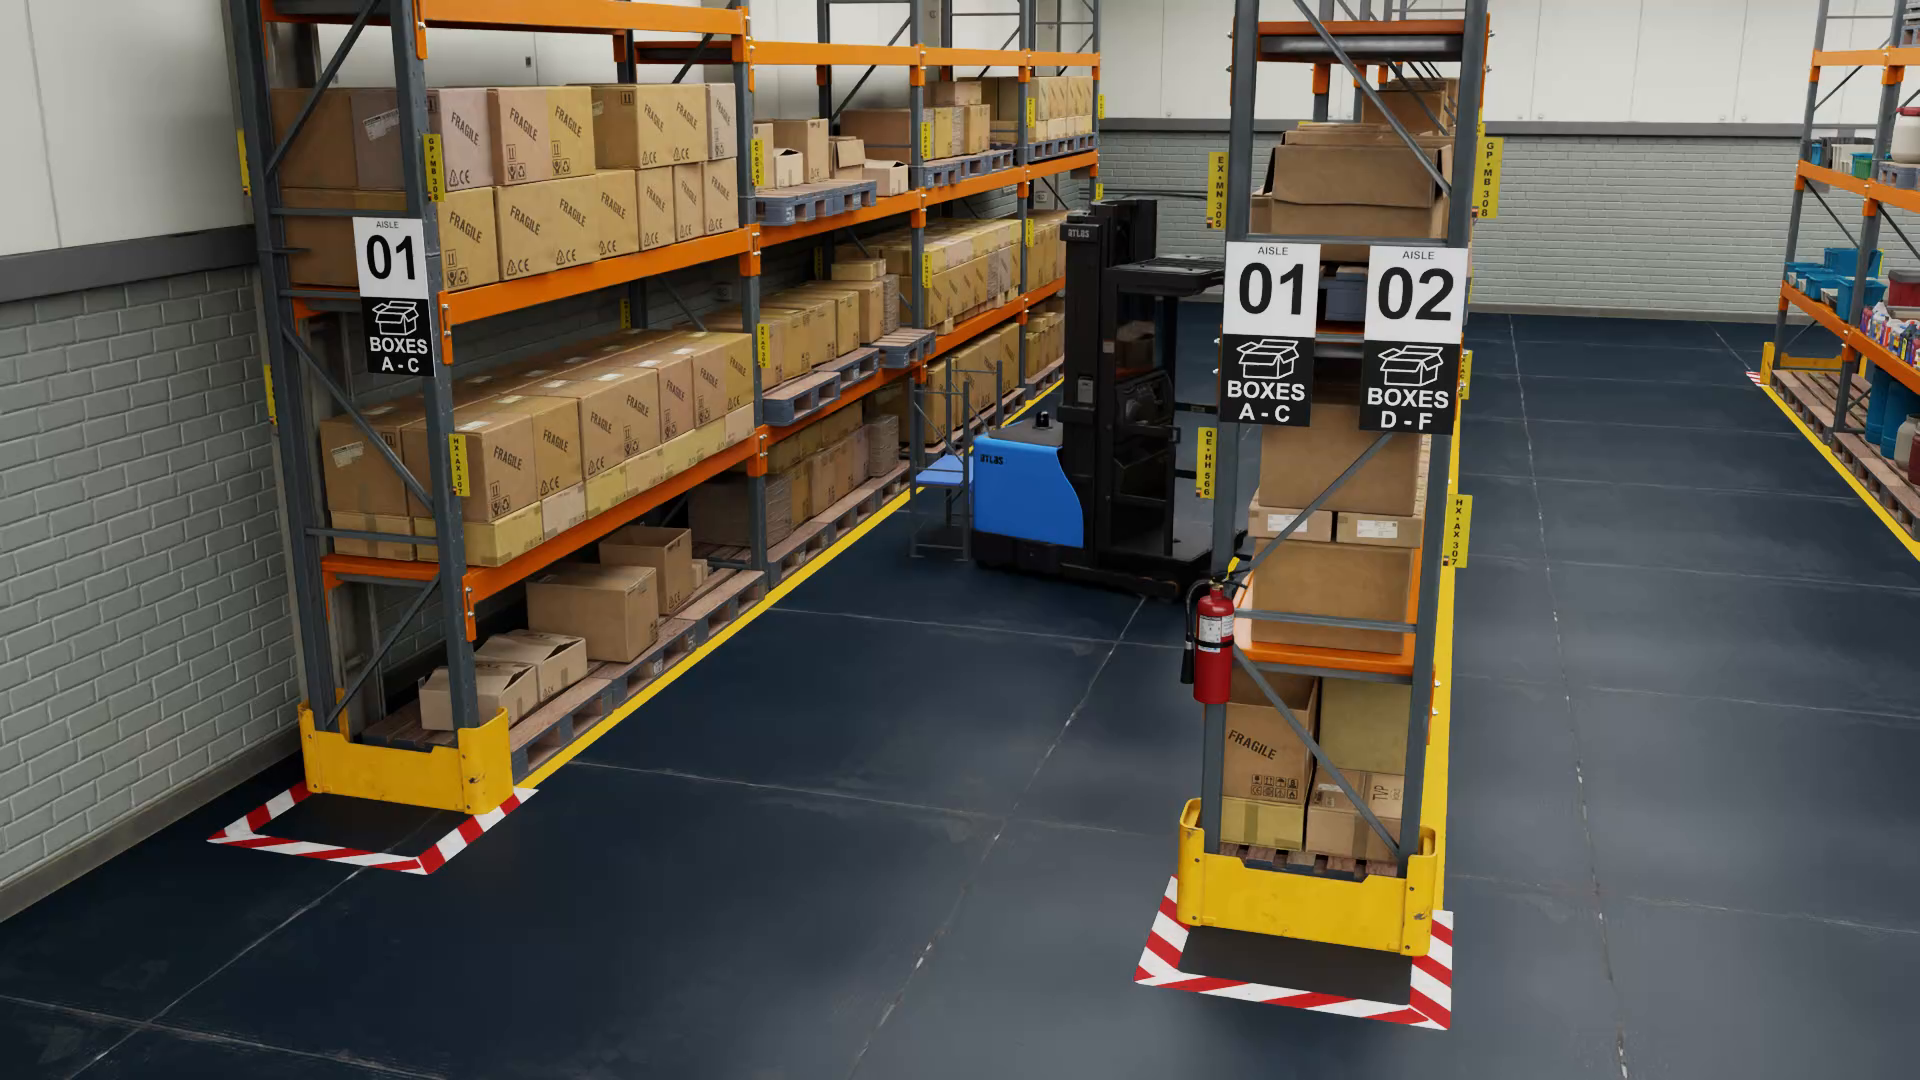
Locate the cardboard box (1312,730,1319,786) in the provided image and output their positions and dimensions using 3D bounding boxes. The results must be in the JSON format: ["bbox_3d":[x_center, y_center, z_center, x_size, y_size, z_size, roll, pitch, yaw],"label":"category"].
[{"bbox_3d":[1.635,1.197,8.883,0.500,0.250,0.500,5,16,16],"label":"cardboard box"}]

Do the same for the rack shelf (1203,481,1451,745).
[{"bbox_3d":[2.203,0.194,9.468,1.077,0.370,4.000,5,16,16],"label":"rack shelf"}]

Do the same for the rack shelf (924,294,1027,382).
[{"bbox_3d":[-0.274,-2.282,18.198,1.077,0.370,4.000,5,16,16],"label":"rack shelf"}]

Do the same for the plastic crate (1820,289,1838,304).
[{"bbox_3d":[10.000,-2.764,18.952,0.293,0.136,0.466,5,16,16],"label":"plastic crate"}]

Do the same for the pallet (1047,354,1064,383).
[{"bbox_3d":[0.931,-2.323,22.134,1.003,0.211,1.213,5,16,16],"label":"pallet"}]

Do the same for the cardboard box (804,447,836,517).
[{"bbox_3d":[-1.503,-0.531,14.480,0.700,0.500,0.500,5,17,17],"label":"cardboard box"}]

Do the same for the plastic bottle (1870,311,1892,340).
[{"bbox_3d":[9.192,-2.137,16.592,0.152,0.276,0.135,5,16,16],"label":"plastic bottle"}]

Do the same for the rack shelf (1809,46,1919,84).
[{"bbox_3d":[10.362,-5.254,18.415,1.077,0.370,4.000,5,16,16],"label":"rack shelf"}]

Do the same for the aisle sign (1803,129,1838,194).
[{"bbox_3d":[10.666,-4.723,20.718,0.394,0.787,0.004,5,16,16],"label":"aisle sign"}]

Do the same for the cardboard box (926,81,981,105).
[{"bbox_3d":[-0.081,-4.995,18.583,0.500,0.250,0.500,6,17,20],"label":"cardboard box"}]

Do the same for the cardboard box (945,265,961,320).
[{"bbox_3d":[-0.301,-2.550,17.056,0.500,0.500,0.500,5,17,18],"label":"cardboard box"}]

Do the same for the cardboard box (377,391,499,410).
[{"bbox_3d":[-3.033,-0.581,9.746,0.500,0.500,0.500,5,17,17],"label":"cardboard box"}]

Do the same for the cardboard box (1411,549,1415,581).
[{"bbox_3d":[2.071,-0.066,8.880,0.700,0.500,0.500,5,17,16],"label":"cardboard box"}]

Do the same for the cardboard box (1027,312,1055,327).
[{"bbox_3d":[1.026,-2.863,21.549,0.380,0.149,0.250,4,16,14],"label":"cardboard box"}]

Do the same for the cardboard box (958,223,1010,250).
[{"bbox_3d":[0.253,-3.438,18.815,0.500,0.250,0.500,5,17,17],"label":"cardboard box"}]

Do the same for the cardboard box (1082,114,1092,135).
[{"bbox_3d":[1.478,-5.607,22.426,0.500,0.250,0.500,5,17,18],"label":"cardboard box"}]

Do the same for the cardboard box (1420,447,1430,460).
[{"bbox_3d":[2.317,-0.412,8.914,0.380,0.149,0.250,4,16,15],"label":"cardboard box"}]

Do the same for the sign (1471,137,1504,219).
[{"bbox_3d":[2.165,-1.486,6.828,0.100,0.325,0.005,5,16,16],"label":"sign"}]

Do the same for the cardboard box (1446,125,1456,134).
[{"bbox_3d":[5.421,-4.488,18.517,0.500,0.250,0.500,5,16,16],"label":"cardboard box"}]

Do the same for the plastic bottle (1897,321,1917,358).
[{"bbox_3d":[8.863,-1.873,15.526,0.144,0.351,0.185,5,16,16],"label":"plastic bottle"}]

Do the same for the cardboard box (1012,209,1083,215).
[{"bbox_3d":[1.296,-4.208,23.120,0.980,0.700,0.700,5,17,18],"label":"cardboard box"}]

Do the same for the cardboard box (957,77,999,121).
[{"bbox_3d":[0.269,-5.334,20.090,0.500,0.500,0.500,4,16,15],"label":"cardboard box"}]

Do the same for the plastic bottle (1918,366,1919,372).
[{"bbox_3d":[8.617,-1.597,14.826,0.097,0.201,0.097,0,16,0],"label":"plastic bottle"}]

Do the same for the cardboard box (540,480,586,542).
[{"bbox_3d":[-2.539,-0.190,9.740,0.500,0.250,0.500,4,16,14],"label":"cardboard box"}]

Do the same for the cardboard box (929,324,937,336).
[{"bbox_3d":[-0.447,-2.127,16.757,0.380,0.149,0.250,5,17,17],"label":"cardboard box"}]

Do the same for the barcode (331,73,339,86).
[{"bbox_3d":[-3.393,-2.498,9.026,0.001,0.075,0.075,5,16,16],"label":"barcode"}]

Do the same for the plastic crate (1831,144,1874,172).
[{"bbox_3d":[10.004,-4.260,18.572,0.437,0.282,0.530,5,16,16],"label":"plastic crate"}]

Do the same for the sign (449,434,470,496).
[{"bbox_3d":[-2.595,-0.387,8.609,0.100,0.325,0.005,5,16,16],"label":"sign"}]

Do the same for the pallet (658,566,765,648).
[{"bbox_3d":[-2.136,0.461,12.317,1.003,0.211,1.213,5,16,16],"label":"pallet"}]

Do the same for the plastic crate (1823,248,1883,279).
[{"bbox_3d":[11.014,-3.374,20.552,0.616,0.435,0.499,5,16,16],"label":"plastic crate"}]

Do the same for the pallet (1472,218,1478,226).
[{"bbox_3d":[3.486,-2.597,12.838,1.003,0.211,1.213,5,17,18],"label":"pallet"}]

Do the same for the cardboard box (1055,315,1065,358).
[{"bbox_3d":[1.044,-2.744,22.319,0.700,0.500,0.500,4,16,14],"label":"cardboard box"}]

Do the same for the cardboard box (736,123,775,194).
[{"bbox_3d":[-1.747,-2.889,12.567,0.500,0.500,0.500,7,17,24],"label":"cardboard box"}]

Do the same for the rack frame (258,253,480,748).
[{"bbox_3d":[-3.116,-0.012,8.876,1.000,3.000,0.127,5,16,16],"label":"rack frame"}]

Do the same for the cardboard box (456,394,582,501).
[{"bbox_3d":[-2.542,-0.541,9.602,0.500,0.500,0.500,5,16,16],"label":"cardboard box"}]

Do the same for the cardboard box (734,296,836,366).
[{"bbox_3d":[-1.479,-1.769,14.081,0.700,0.500,0.500,7,17,24],"label":"cardboard box"}]

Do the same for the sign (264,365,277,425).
[{"bbox_3d":[-3.642,-0.770,8.845,0.100,0.325,0.005,5,16,16],"label":"sign"}]

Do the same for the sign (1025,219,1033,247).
[{"bbox_3d":[0.818,-3.631,19.658,0.100,0.325,0.005,5,16,16],"label":"sign"}]

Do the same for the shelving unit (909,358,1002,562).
[{"bbox_3d":[-0.025,-0.699,14.046,0.538,1.500,1.048,5,16,16],"label":"shelving unit"}]

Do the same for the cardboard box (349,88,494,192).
[{"bbox_3d":[-2.773,-2.076,8.603,0.500,0.500,0.500,3,16,12],"label":"cardboard box"}]

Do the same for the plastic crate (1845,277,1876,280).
[{"bbox_3d":[10.872,-3.105,20.151,0.396,0.136,0.243,5,16,16],"label":"plastic crate"}]

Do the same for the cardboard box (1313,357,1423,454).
[{"bbox_3d":[2.082,-0.706,8.762,0.700,0.500,0.500,5,16,16],"label":"cardboard box"}]

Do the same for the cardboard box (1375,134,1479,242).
[{"bbox_3d":[2.369,-1.803,8.482,0.500,0.500,0.500,5,16,16],"label":"cardboard box"}]

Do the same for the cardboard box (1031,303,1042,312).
[{"bbox_3d":[0.886,-3.102,22.393,0.380,0.149,0.250,5,17,17],"label":"cardboard box"}]

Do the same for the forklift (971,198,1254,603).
[{"bbox_3d":[1.613,-1.099,12.834,3.031,2.935,1.130,10,19,31],"label":"forklift"}]

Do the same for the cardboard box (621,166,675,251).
[{"bbox_3d":[-2.162,-2.129,10.622,0.500,0.500,0.500,4,16,14],"label":"cardboard box"}]

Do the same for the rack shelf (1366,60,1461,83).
[{"bbox_3d":[4.477,-4.593,16.083,1.077,0.370,4.000,5,16,16],"label":"rack shelf"}]

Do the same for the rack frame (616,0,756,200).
[{"bbox_3d":[-1.979,-3.945,11.747,1.000,3.000,0.127,5,16,16],"label":"rack frame"}]

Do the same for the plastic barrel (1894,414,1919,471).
[{"bbox_3d":[9.175,-0.922,15.871,0.421,0.512,0.421,0,16,0],"label":"plastic barrel"}]

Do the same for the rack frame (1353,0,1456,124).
[{"bbox_3d":[3.908,-4.608,14.085,1.000,3.000,0.127,5,16,16],"label":"rack frame"}]

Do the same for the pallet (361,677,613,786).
[{"bbox_3d":[-2.829,1.100,10.066,1.003,0.211,1.213,5,16,16],"label":"pallet"}]

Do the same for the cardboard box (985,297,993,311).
[{"bbox_3d":[0.152,-2.666,18.654,0.380,0.149,0.250,5,16,16],"label":"cardboard box"}]

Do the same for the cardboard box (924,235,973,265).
[{"bbox_3d":[-0.176,-3.037,17.402,0.500,0.250,0.500,5,17,16],"label":"cardboard box"}]

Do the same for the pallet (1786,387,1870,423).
[{"bbox_3d":[10.310,-1.558,19.434,1.003,0.211,1.213,5,16,16],"label":"pallet"}]
